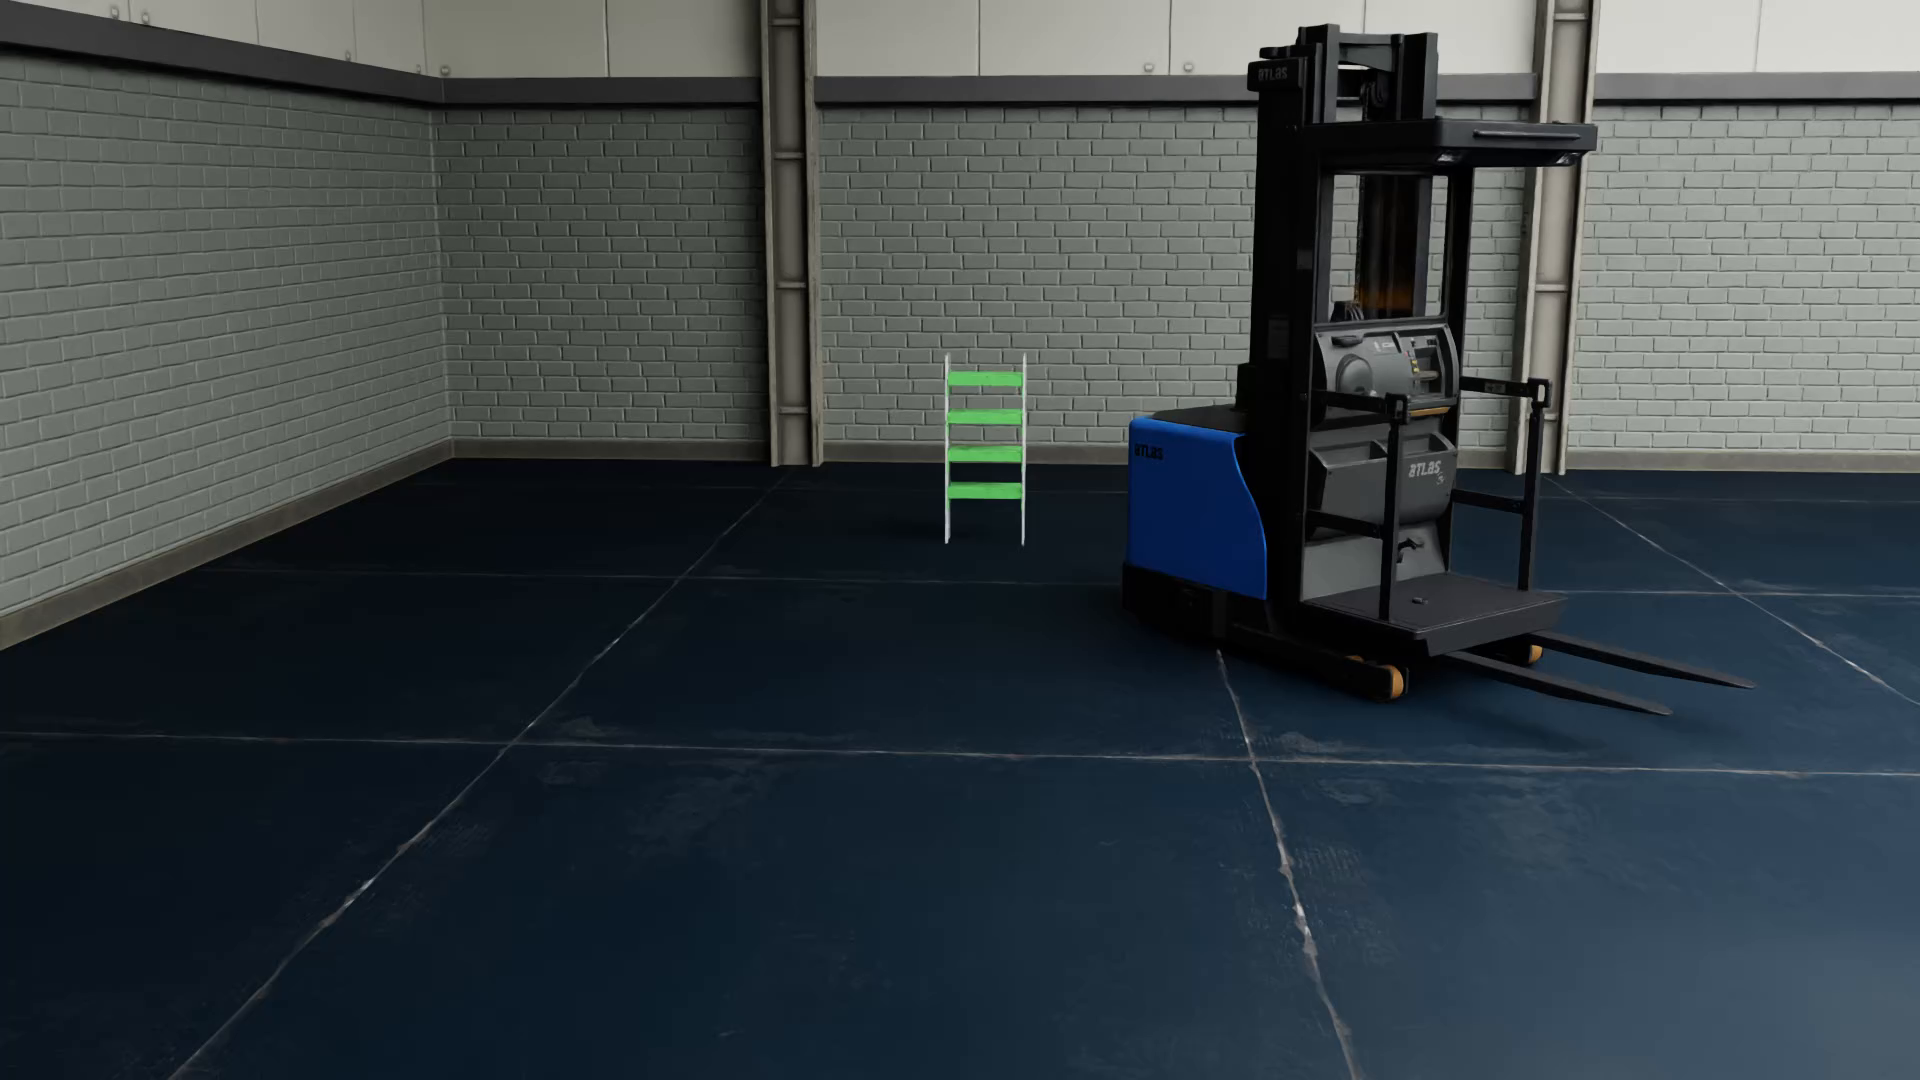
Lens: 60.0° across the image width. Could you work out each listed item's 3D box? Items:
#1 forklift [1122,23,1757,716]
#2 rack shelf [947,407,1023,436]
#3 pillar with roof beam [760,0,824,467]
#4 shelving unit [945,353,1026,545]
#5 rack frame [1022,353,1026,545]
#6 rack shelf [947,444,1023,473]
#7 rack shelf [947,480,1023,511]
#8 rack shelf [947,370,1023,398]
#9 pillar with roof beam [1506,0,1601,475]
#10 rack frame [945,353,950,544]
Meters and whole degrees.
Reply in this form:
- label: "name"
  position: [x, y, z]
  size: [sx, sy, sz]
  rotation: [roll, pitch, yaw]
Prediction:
- label: "forklift"
  position: [2.121, -0.831, 7.584]
  size: [1.130, 2.935, 3.031]
  rotation: [-8, 14, -35]
- label: "rack shelf"
  position: [0.165, -0.757, 10.598]
  size: [0.480, 0.148, 0.258]
  rotation: [1, 12, 4]
- label: "pillar with roof beam"
  position: [-1.637, -4.161, 8.680]
  size: [0.400, 9.000, 9.100]
  rotation: [1, 12, 4]
- label: "shelving unit"
  position: [0.165, -0.585, 10.634]
  size: [0.503, 1.200, 0.258]
  rotation: [1, 12, 4]
- label: "rack frame"
  position: [0.409, -0.582, 10.618]
  size: [0.015, 1.200, 0.240]
  rotation: [1, 12, 4]
- label: "rack shelf"
  position: [0.165, -0.522, 10.647]
  size: [0.480, 0.148, 0.258]
  rotation: [1, 12, 4]
- label: "rack shelf"
  position: [0.165, -0.288, 10.697]
  size: [0.480, 0.148, 0.258]
  rotation: [1, 12, 4]
- label: "rack shelf"
  position: [0.165, -0.992, 10.549]
  size: [0.480, 0.148, 0.258]
  rotation: [1, 12, 4]
- label: "pillar with roof beam"
  position: [4.349, -4.079, 8.287]
  size: [0.400, 9.000, 9.100]
  rotation: [1, 12, 4]
- label: "rack frame"
  position: [-0.078, -0.588, 10.650]
  size: [0.015, 1.200, 0.240]
  rotation: [1, 12, 4]
